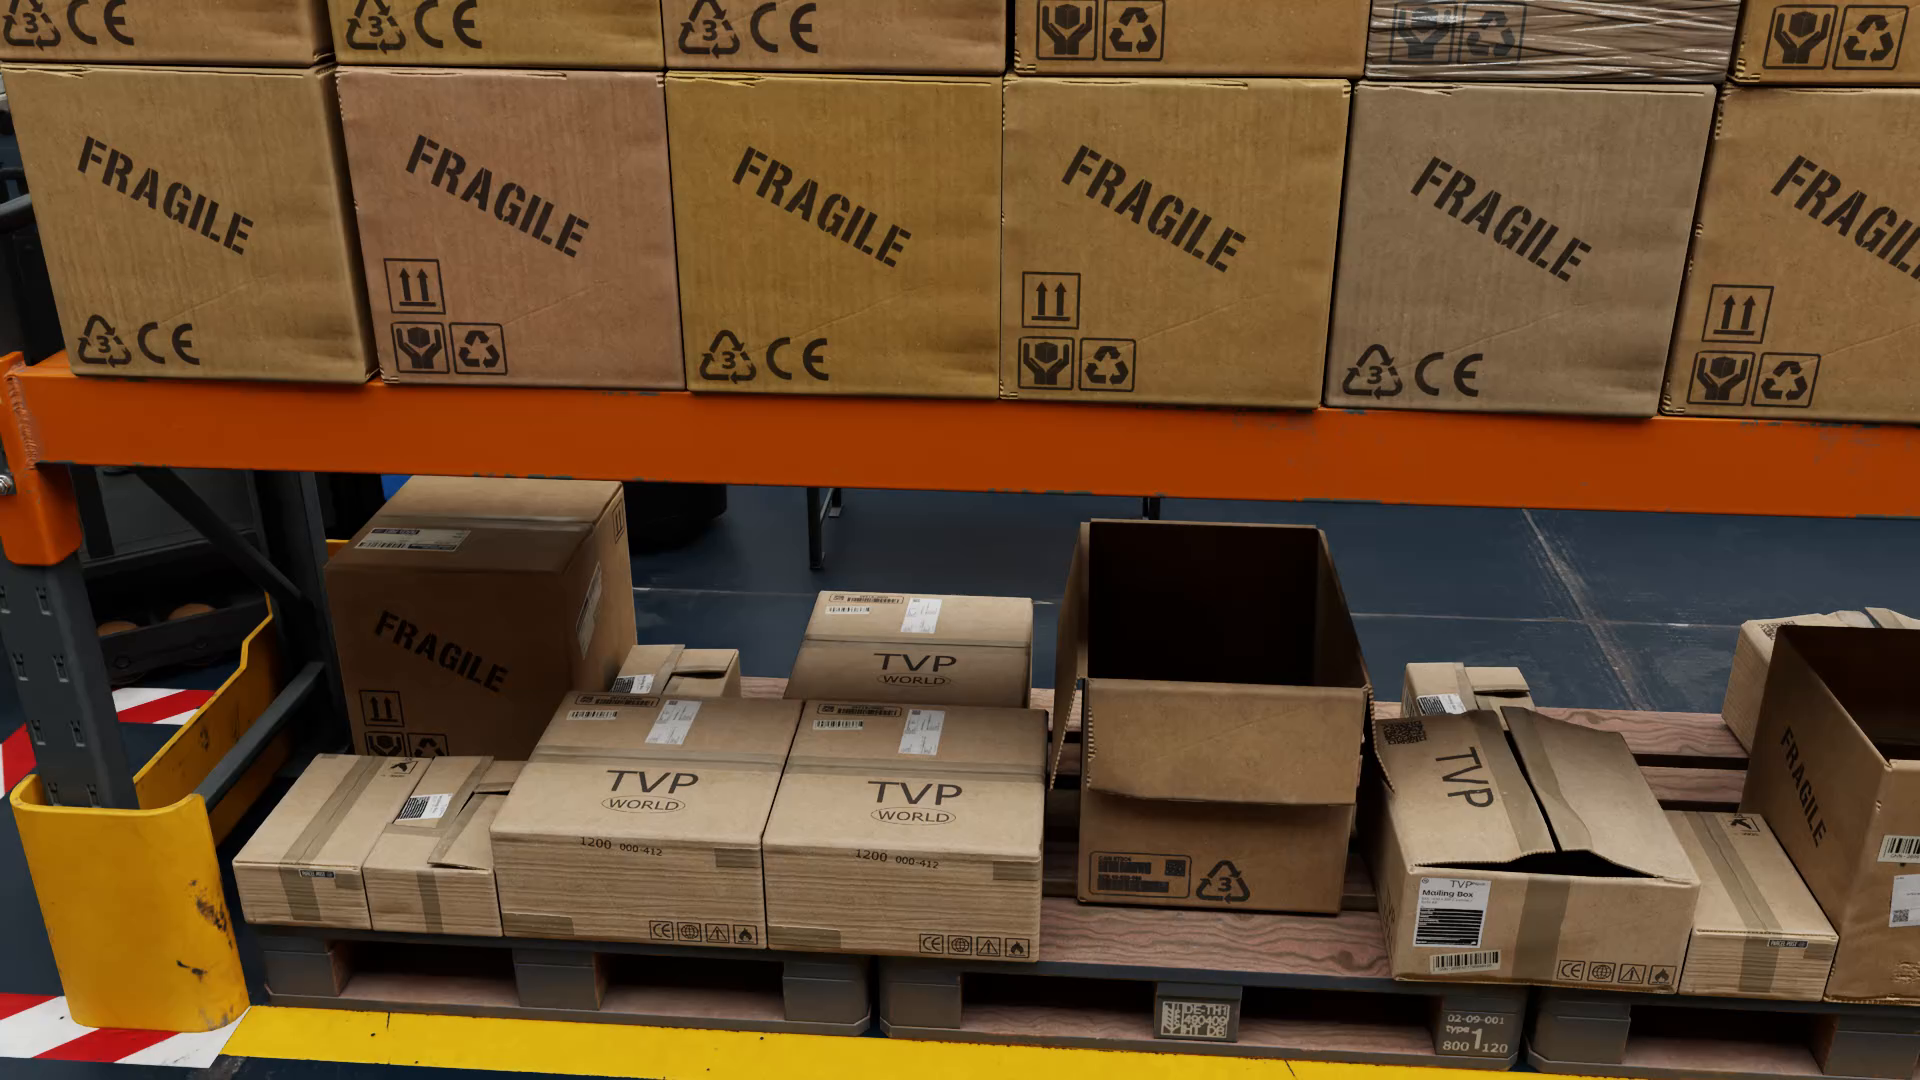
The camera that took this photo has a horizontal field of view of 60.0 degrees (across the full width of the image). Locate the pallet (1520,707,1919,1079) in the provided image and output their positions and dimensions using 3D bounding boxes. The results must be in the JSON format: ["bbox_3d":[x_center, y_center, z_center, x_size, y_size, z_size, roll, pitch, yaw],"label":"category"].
[{"bbox_3d":[1.699,0.707,3.462,1.213,0.211,1.003,2,25,4],"label":"pallet"}]

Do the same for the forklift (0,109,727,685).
[{"bbox_3d":[-2.261,-1.198,4.348,3.031,2.935,1.130,-15,29,-29],"label":"forklift"}]

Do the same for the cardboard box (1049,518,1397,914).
[{"bbox_3d":[0.510,0.338,3.386,0.637,0.503,0.797,2,25,4],"label":"cardboard box"}]

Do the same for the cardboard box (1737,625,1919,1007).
[{"bbox_3d":[1.794,0.498,3.044,0.500,0.500,0.500,2,25,4],"label":"cardboard box"}]

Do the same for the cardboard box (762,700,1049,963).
[{"bbox_3d":[-0.087,0.551,3.227,0.500,0.250,0.500,2,25,4],"label":"cardboard box"}]

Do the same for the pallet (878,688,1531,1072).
[{"bbox_3d":[0.479,0.669,3.545,1.213,0.211,1.003,2,25,4],"label":"pallet"}]

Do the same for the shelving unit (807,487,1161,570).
[{"bbox_3d":[0.085,-0.679,4.931,1.048,1.500,0.538,2,25,4],"label":"shelving unit"}]

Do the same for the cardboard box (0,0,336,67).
[{"bbox_3d":[-1.182,-1.041,2.609,0.500,0.500,0.500,3,25,6],"label":"cardboard box"}]

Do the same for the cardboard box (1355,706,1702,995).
[{"bbox_3d":[1.046,0.560,3.136,0.500,0.311,0.500,2,25,4],"label":"cardboard box"}]

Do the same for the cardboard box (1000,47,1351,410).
[{"bbox_3d":[0.331,-0.539,2.713,0.500,0.500,0.500,2,25,5],"label":"cardboard box"}]

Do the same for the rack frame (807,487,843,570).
[{"bbox_3d":[-0.422,-0.695,4.966,0.032,1.500,0.500,2,25,4],"label":"rack frame"}]

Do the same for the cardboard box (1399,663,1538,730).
[{"bbox_3d":[1.118,0.422,3.607,0.250,0.166,0.380,2,25,4],"label":"cardboard box"}]

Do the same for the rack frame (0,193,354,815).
[{"bbox_3d":[-1.605,-0.666,3.109,0.127,3.000,1.000,2,25,4],"label":"rack frame"}]

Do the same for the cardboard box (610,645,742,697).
[{"bbox_3d":[-0.647,0.387,3.685,0.250,0.166,0.380,2,25,4],"label":"cardboard box"}]

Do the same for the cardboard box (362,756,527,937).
[{"bbox_3d":[-0.964,0.586,3.251,0.250,0.166,0.380,2,25,4],"label":"cardboard box"}]

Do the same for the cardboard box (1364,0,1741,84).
[{"bbox_3d":[0.846,-0.977,2.470,0.500,0.500,0.500,2,25,4],"label":"cardboard box"}]

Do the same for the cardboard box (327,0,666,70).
[{"bbox_3d":[-0.661,-1.028,2.580,0.500,0.500,0.500,2,25,5],"label":"cardboard box"}]

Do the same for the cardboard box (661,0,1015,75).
[{"bbox_3d":[-0.162,-1.010,2.540,0.500,0.500,0.500,2,25,5],"label":"cardboard box"}]

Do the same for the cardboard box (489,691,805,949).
[{"bbox_3d":[-0.586,0.535,3.262,0.500,0.250,0.500,2,25,4],"label":"cardboard box"}]

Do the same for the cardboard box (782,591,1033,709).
[{"bbox_3d":[-0.099,0.341,3.684,0.500,0.250,0.500,2,25,4],"label":"cardboard box"}]

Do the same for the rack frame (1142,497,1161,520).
[{"bbox_3d":[0.592,-0.662,4.895,0.032,1.500,0.500,2,25,4],"label":"rack frame"}]

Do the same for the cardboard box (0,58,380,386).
[{"bbox_3d":[-1.182,-0.587,2.818,0.500,0.500,0.500,2,25,5],"label":"cardboard box"}]

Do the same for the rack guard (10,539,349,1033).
[{"bbox_3d":[-1.529,0.472,3.626,0.348,0.500,1.175,2,25,4],"label":"rack guard"}]

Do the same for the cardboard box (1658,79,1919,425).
[{"bbox_3d":[1.351,-0.508,2.647,0.500,0.500,0.500,3,25,5],"label":"cardboard box"}]

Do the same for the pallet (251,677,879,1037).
[{"bbox_3d":[-0.734,0.629,3.632,1.213,0.211,1.003,2,25,4],"label":"pallet"}]

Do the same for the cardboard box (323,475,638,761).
[{"bbox_3d":[-1.044,0.185,3.725,0.500,0.500,0.500,2,25,4],"label":"cardboard box"}]

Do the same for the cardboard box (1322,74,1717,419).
[{"bbox_3d":[0.839,-0.524,2.680,0.500,0.500,0.500,2,25,5],"label":"cardboard box"}]

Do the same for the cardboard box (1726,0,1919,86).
[{"bbox_3d":[1.349,-0.961,2.435,0.500,0.500,0.500,1,25,3],"label":"cardboard box"}]

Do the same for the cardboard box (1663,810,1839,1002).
[{"bbox_3d":[1.415,0.670,3.089,0.250,0.149,0.380,2,25,4],"label":"cardboard box"}]

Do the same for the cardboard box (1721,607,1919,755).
[{"bbox_3d":[1.982,0.380,3.526,0.500,0.311,0.500,2,25,4],"label":"cardboard box"}]

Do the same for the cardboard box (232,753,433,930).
[{"bbox_3d":[-1.214,0.586,3.272,0.250,0.149,0.380,2,25,4],"label":"cardboard box"}]

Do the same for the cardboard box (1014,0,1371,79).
[{"bbox_3d":[0.344,-0.994,2.506,0.500,0.500,0.500,2,25,4],"label":"cardboard box"}]

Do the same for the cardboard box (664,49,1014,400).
[{"bbox_3d":[-0.167,-0.556,2.750,0.500,0.500,0.500,2,25,4],"label":"cardboard box"}]

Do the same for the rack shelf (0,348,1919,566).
[{"bbox_3d":[0.389,-0.275,3.120,4.000,0.370,1.077,2,25,4],"label":"rack shelf"}]

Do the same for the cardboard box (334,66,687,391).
[{"bbox_3d":[-0.668,-0.573,2.787,0.500,0.500,0.500,2,25,3],"label":"cardboard box"}]
